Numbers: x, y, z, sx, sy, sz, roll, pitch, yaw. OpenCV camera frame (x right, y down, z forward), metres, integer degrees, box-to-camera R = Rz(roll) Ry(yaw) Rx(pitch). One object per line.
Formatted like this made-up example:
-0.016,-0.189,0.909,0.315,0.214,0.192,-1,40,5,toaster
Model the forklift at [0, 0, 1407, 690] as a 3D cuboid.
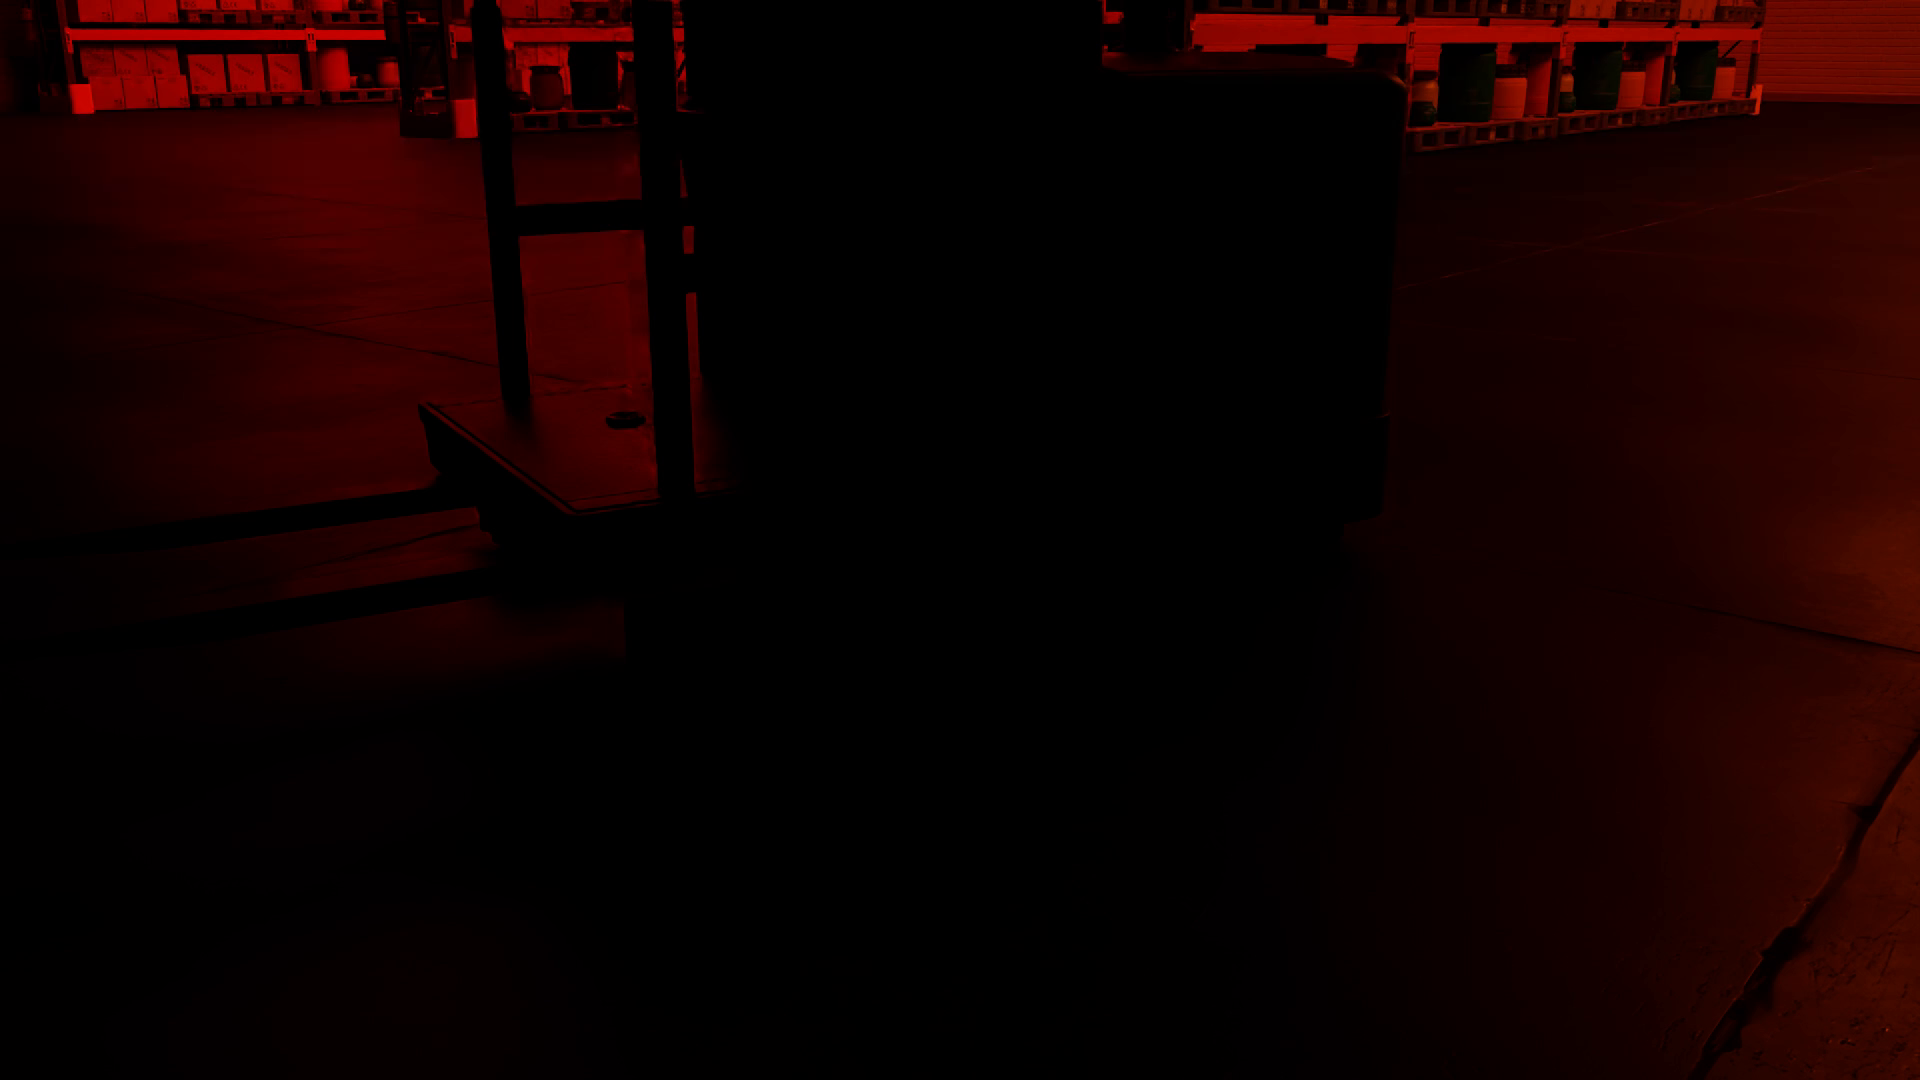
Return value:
-0.532,-1.304,3.191,3.031,2.935,1.130,-10,19,-29,forklift
